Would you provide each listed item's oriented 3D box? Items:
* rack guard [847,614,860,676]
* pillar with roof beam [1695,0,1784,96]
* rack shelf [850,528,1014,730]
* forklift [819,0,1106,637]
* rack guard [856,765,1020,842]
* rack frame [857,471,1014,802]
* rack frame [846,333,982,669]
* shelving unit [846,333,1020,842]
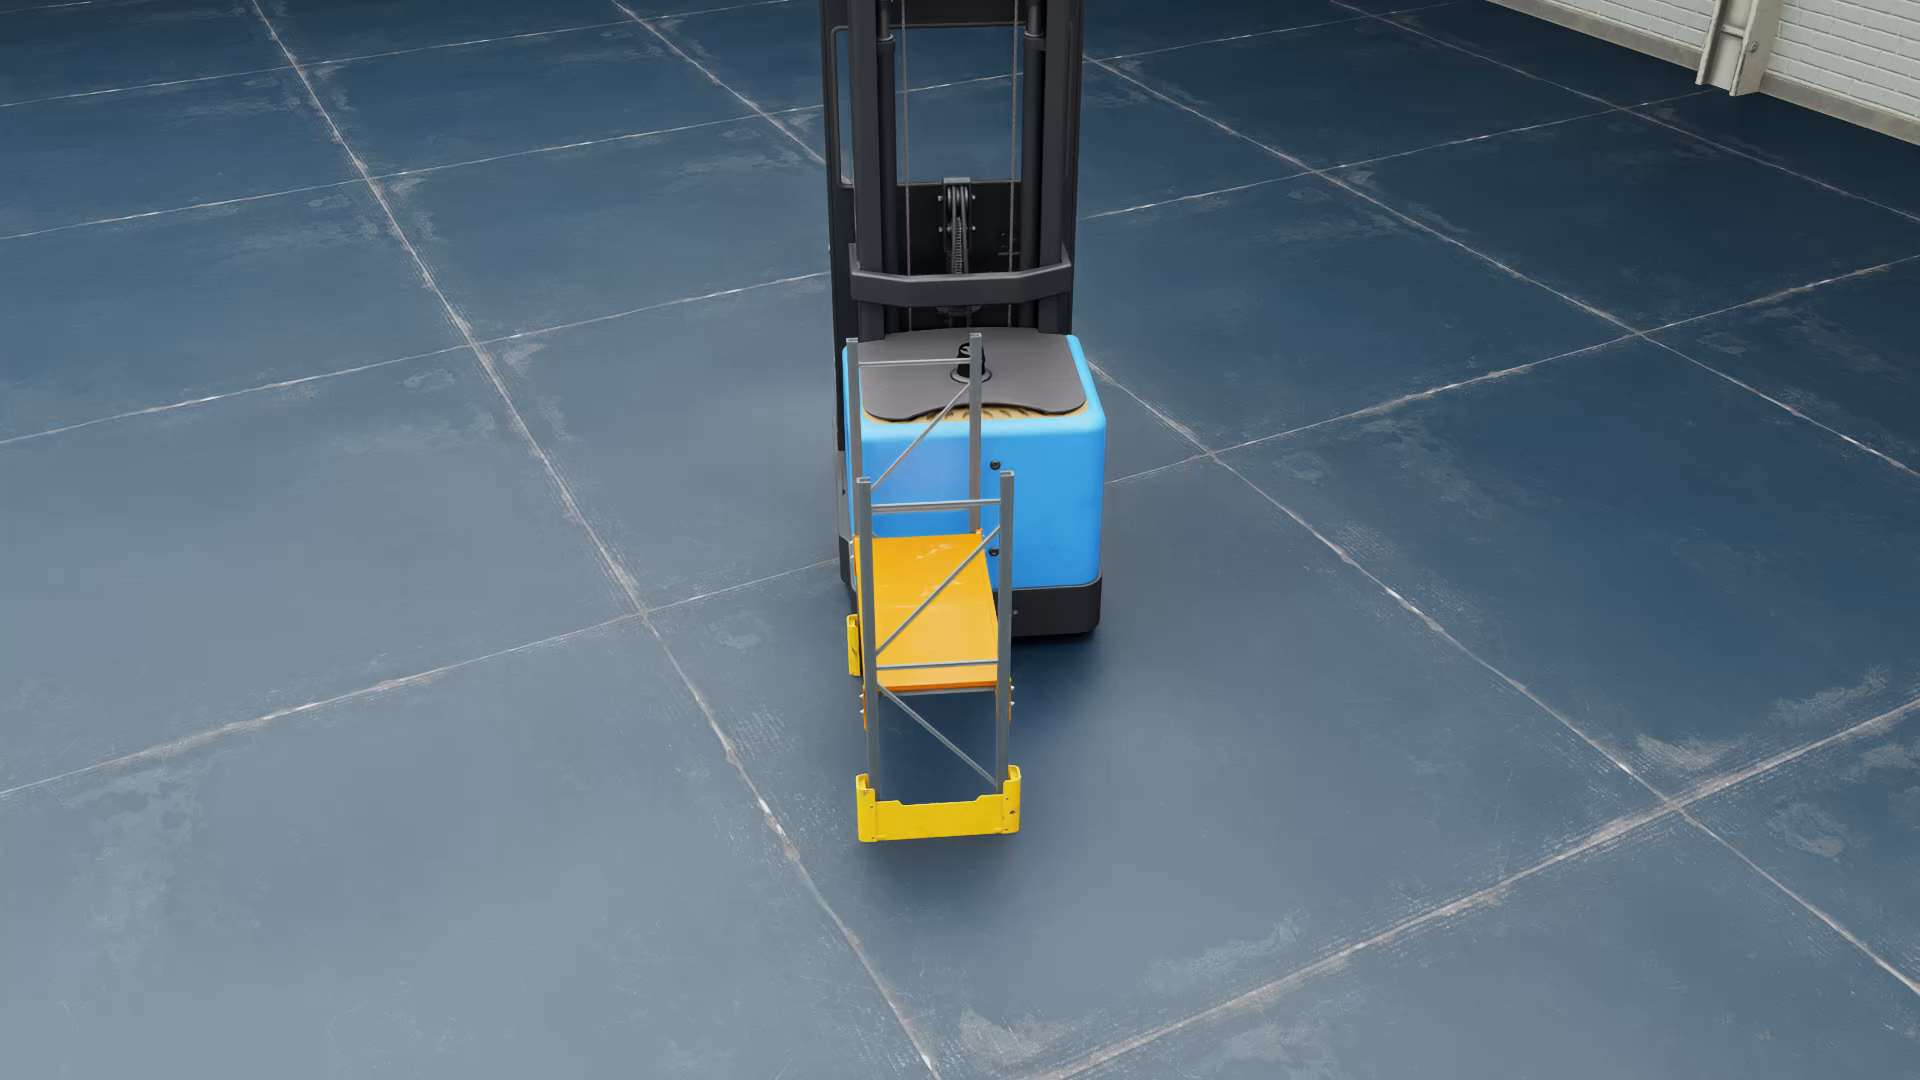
[{"bbox_3d":[-0.168,0.421,6.861,0.587,0.250,0.087,-3,33,-4],"label":"rack guard"},{"bbox_3d":[2.418,-6.381,9.368,9.100,9.000,0.400,-16,36,-23],"label":"pillar with roof beam"},{"bbox_3d":[-0.123,0.309,6.211,0.538,0.185,1.000,-3,33,-4],"label":"rack shelf"},{"bbox_3d":[-0.058,-1.573,7.488,1.130,2.935,3.031,-3,33,-4],"label":"forklift"},{"bbox_3d":[-0.078,0.956,6.026,0.587,0.250,0.087,-3,33,-4],"label":"rack guard"},{"bbox_3d":[-0.078,0.430,5.688,0.500,1.500,0.032,-3,33,-4],"label":"rack frame"},{"bbox_3d":[-0.169,-0.116,6.541,0.500,1.500,0.032,-3,33,-4],"label":"rack frame"},{"bbox_3d":[-0.123,0.162,6.107,0.587,1.500,1.083,-3,33,-4],"label":"shelving unit"}]
